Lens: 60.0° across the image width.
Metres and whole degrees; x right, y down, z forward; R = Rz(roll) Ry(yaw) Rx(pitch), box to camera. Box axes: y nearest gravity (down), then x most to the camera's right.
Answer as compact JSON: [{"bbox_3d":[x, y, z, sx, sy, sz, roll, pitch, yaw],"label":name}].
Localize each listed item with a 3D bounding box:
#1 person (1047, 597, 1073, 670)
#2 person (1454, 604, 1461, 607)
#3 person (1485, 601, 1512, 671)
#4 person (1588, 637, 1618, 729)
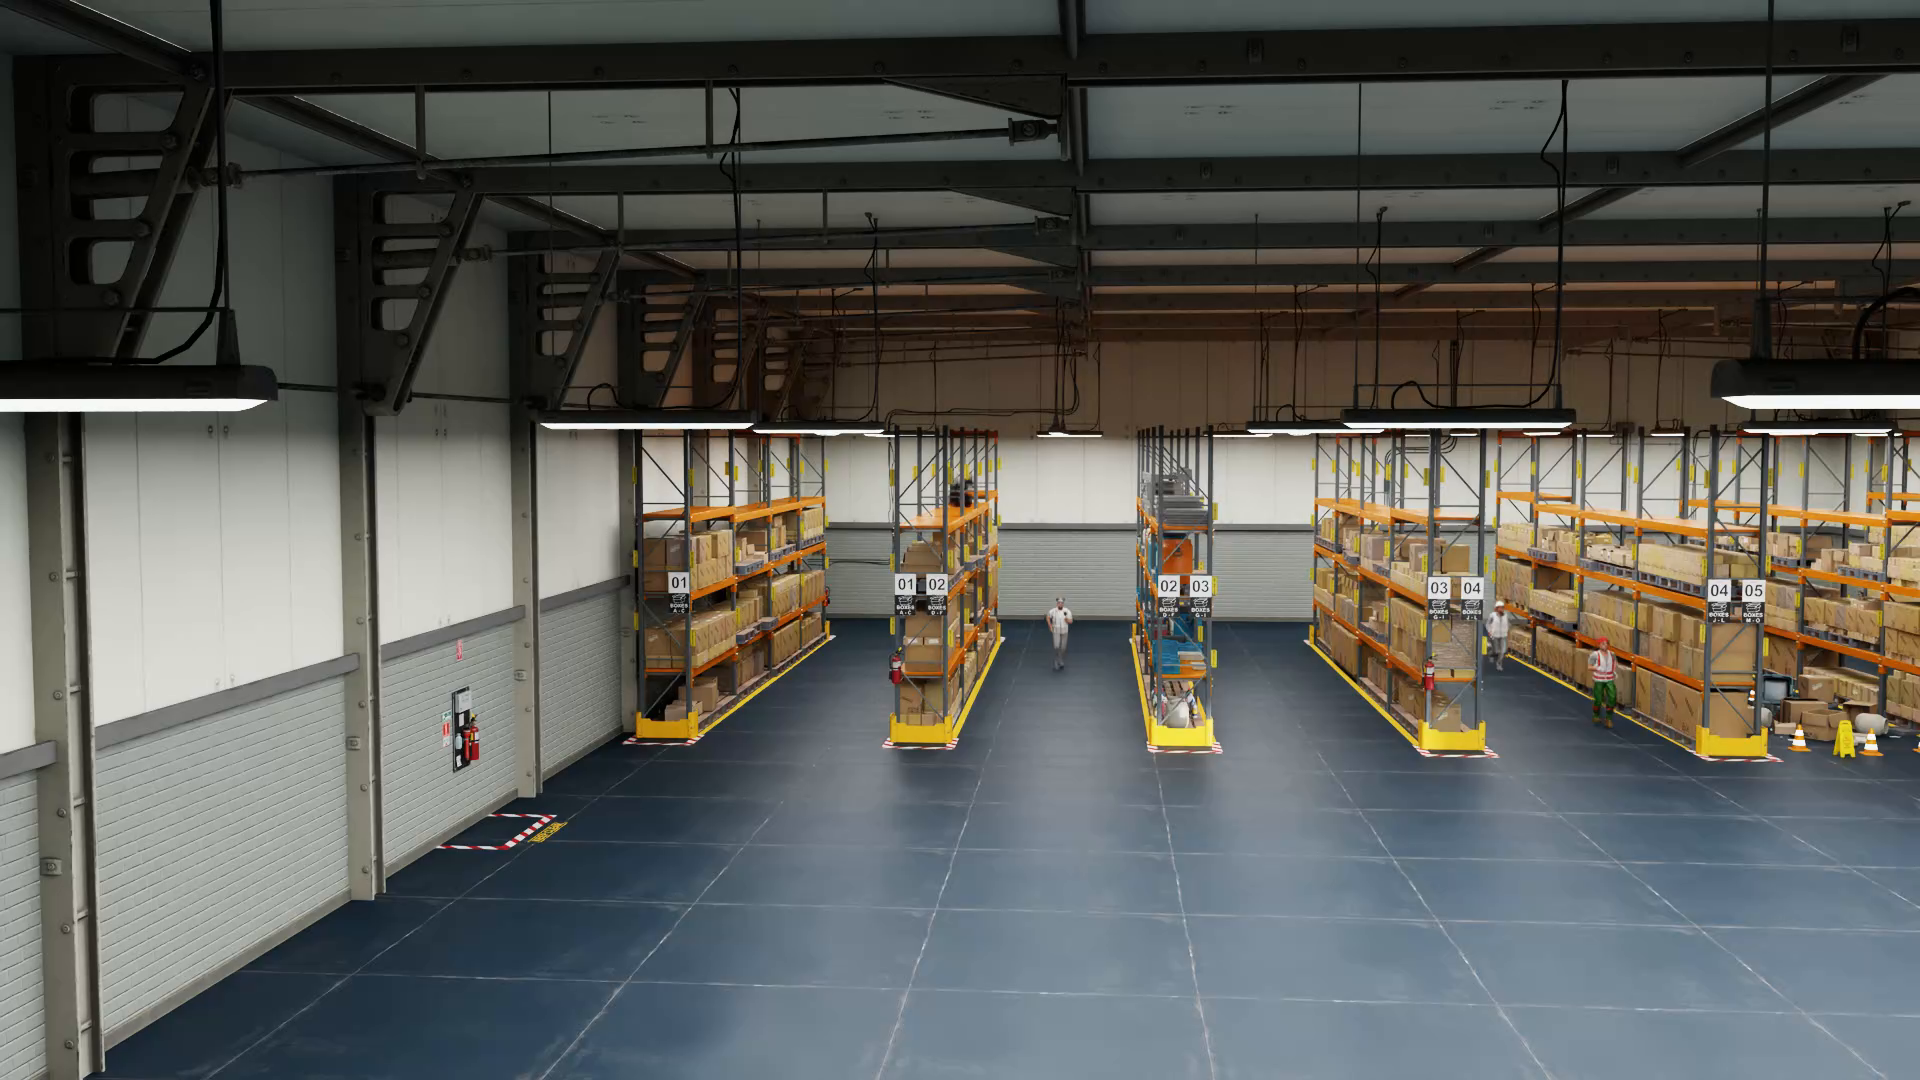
[{"bbox_3d":[2.511,2.347,41.628,0.640,1.854,0.741,0,3,-3],"label":"person"},{"bbox_3d":[13.566,2.197,45.953,0.560,1.549,0.568,1,4,23],"label":"person"},{"bbox_3d":[13.433,2.378,41.498,0.650,1.730,0.626,0,3,3],"label":"person"},{"bbox_3d":[12.827,2.843,33.153,0.630,1.836,0.764,0,3,3],"label":"person"}]
